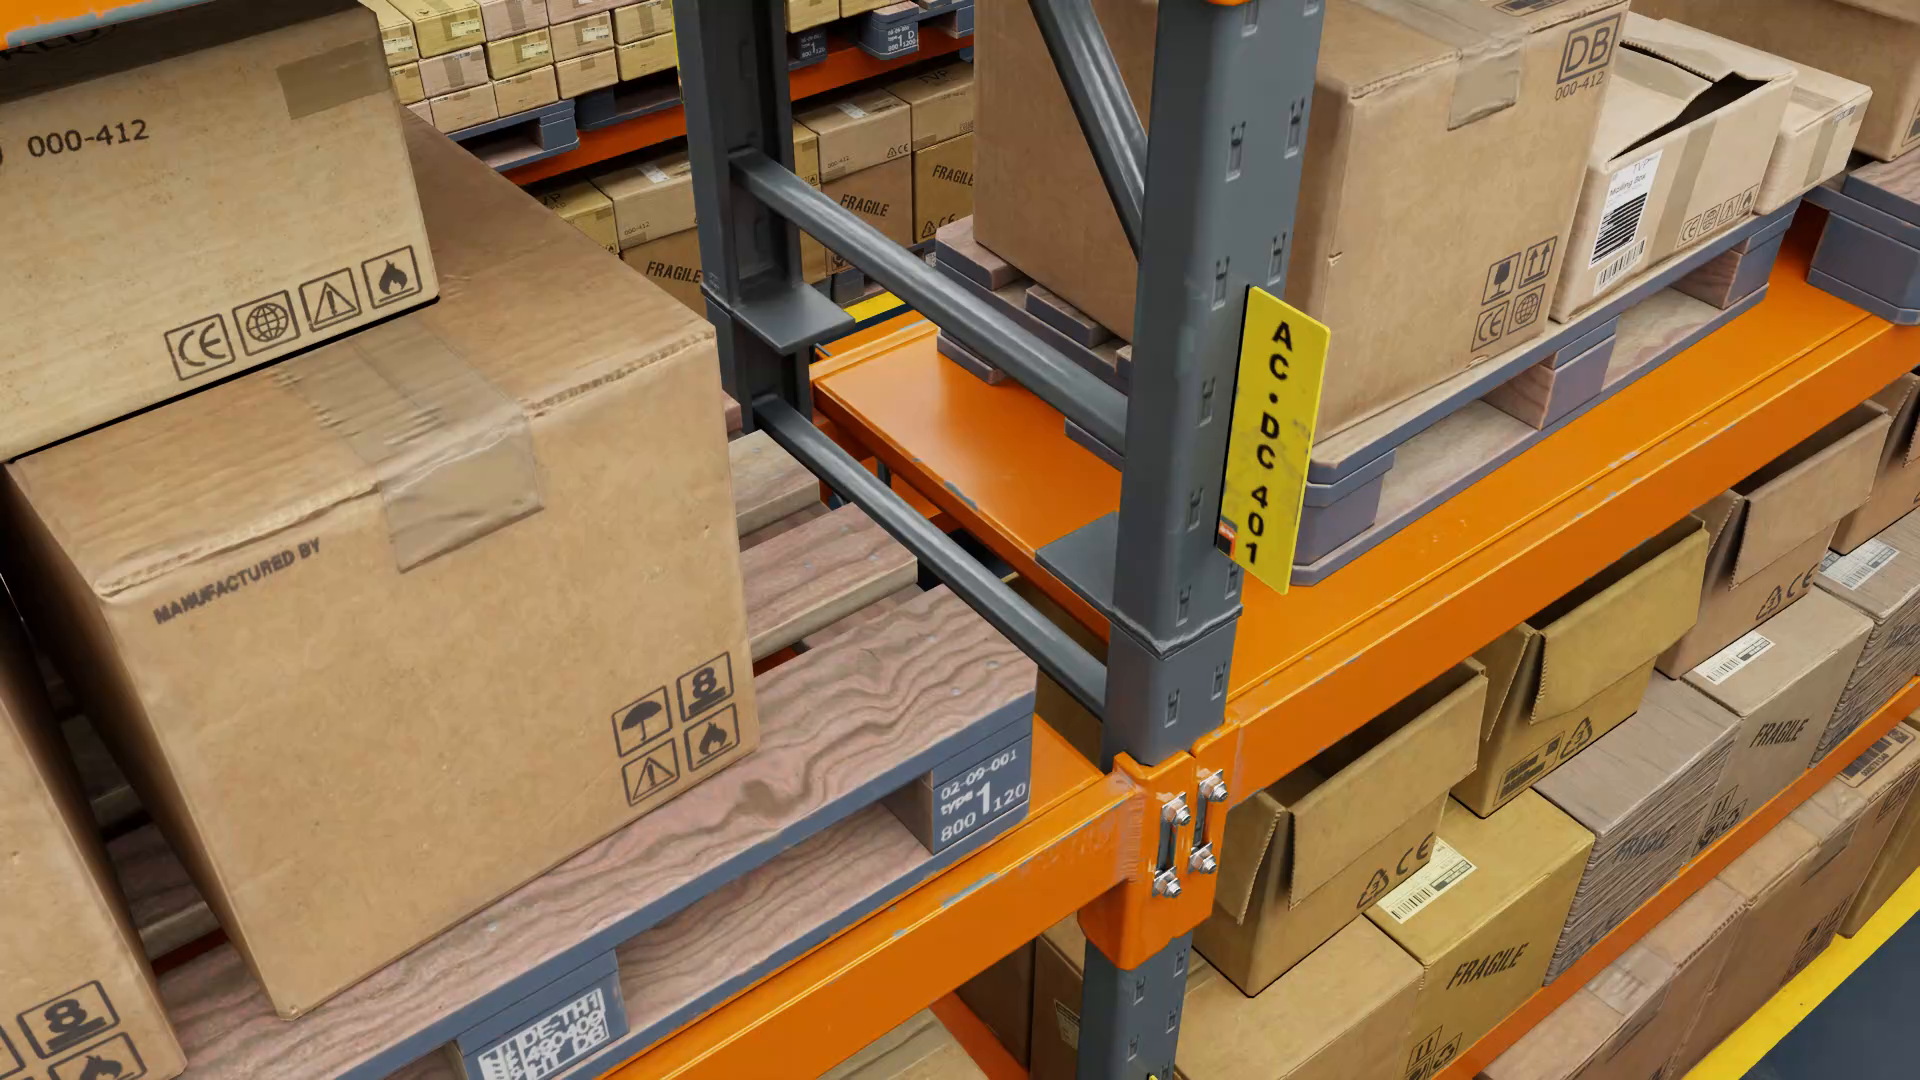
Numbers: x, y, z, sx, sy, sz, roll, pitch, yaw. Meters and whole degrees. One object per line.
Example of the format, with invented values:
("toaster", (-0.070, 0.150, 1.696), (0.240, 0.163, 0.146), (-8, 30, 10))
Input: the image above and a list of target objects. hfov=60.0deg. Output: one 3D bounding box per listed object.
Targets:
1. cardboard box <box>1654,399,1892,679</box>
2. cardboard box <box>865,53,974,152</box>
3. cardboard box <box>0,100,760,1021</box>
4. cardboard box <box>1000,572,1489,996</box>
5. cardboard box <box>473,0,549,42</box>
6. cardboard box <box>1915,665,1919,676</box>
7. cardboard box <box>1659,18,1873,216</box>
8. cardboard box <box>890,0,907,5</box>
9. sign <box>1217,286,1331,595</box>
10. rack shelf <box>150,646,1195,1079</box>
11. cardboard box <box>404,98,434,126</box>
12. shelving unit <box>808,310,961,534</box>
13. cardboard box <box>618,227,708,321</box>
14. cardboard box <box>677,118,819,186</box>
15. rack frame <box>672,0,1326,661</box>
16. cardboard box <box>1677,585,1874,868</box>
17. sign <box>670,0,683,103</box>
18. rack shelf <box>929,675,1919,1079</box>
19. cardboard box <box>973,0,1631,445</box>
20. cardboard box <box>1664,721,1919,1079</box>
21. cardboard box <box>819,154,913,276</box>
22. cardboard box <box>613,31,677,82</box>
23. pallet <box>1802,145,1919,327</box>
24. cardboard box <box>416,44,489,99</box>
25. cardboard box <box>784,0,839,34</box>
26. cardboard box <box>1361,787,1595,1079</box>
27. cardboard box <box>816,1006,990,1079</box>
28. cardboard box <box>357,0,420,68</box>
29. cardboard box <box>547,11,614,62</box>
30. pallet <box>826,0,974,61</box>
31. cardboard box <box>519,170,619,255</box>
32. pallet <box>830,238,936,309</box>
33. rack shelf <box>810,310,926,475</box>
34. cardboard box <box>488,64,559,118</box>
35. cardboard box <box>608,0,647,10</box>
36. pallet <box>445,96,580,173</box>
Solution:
("cardboard box", (1.506, -0.166, 3.717), (0.637, 0.503, 0.797), (-24, 45, -27))
("cardboard box", (-0.183, -2.150, 8.054), (0.500, 0.250, 0.500), (-27, 47, -29))
("cardboard box", (-0.614, -0.047, 1.589), (0.500, 0.500, 0.700), (-29, 47, -30))
("cardboard box", (0.471, 0.342, 3.098), (0.637, 0.503, 0.797), (-27, 47, -29))
("cardboard box", (-1.758, -2.034, 6.262), (0.250, 0.149, 0.380), (-27, 46, -29))
("cardboard box", (2.502, -0.060, 4.379), (0.500, 0.500, 0.500), (-26, 46, -28))
("cardboard box", (1.242, -0.706, 2.747), (0.250, 0.149, 0.380), (-28, 47, -30))
("cardboard box", (-0.313, -2.509, 7.310), (0.250, 0.149, 0.380), (-25, 46, -27))
("sign", (0.309, -0.092, 1.662), (0.005, 0.325, 0.100), (-26, 46, -28))
("rack shelf", (-1.616, 0.911, 1.477), (4.000, 0.370, 1.077), (-26, 46, -28))
("cardboard box", (-2.163, -1.610, 6.215), (0.250, 0.149, 0.380), (-25, 46, -27))
("shelving unit", (-0.005, -0.432, 6.390), (1.048, 1.125, 0.538), (-26, 46, -28))
("cardboard box", (-1.399, -1.277, 7.581), (0.500, 0.500, 0.500), (-25, 46, -27))
("cardboard box", (-0.990, -1.760, 7.579), (0.500, 0.250, 0.500), (-25, 45, -27))
("rack frame", (-0.030, -1.300, 1.240), (0.127, 3.000, 1.000), (-26, 46, -28))
("cardboard box", (1.689, 0.338, 3.894), (0.500, 0.500, 0.500), (-25, 46, -27))
("sign", (-0.368, -0.731, 2.255), (0.005, 0.325, 0.100), (-26, 46, -28))
("rack shelf", (1.556, 0.525, 4.313), (4.000, 0.370, 1.077), (-26, 46, -28))
("cardboard box", (0.424, -0.571, 2.305), (0.500, 0.500, 0.700), (-25, 45, -27))
("cardboard box", (1.870, 0.729, 4.840), (0.875, 0.875, 1.225), (-26, 46, -28))
("cardboard box", (-0.577, -1.671, 8.062), (0.500, 0.500, 0.500), (-24, 45, -26))
("cardboard box", (-1.348, -2.008, 6.699), (0.250, 0.149, 0.380), (-27, 46, -29))
("pallet", (1.778, -0.904, 3.271), (1.213, 0.211, 1.003), (-24, 45, -26))
("cardboard box", (-1.971, -1.816, 6.231), (0.250, 0.149, 0.380), (-25, 45, -27))
("cardboard box", (-0.726, -2.309, 7.067), (0.250, 0.149, 0.380), (-28, 47, -30))
("cardboard box", (0.885, 0.734, 3.412), (0.500, 0.500, 0.500), (-26, 46, -28))
("cardboard box", (-0.232, 0.985, 2.477), (0.500, 0.500, 0.500), (-25, 45, -27))
("cardboard box", (-2.162, -1.841, 6.027), (0.250, 0.149, 0.380), (-25, 45, -27))
("cardboard box", (-1.553, -2.022, 6.483), (0.250, 0.149, 0.380), (-24, 45, -26))
("pallet", (-0.301, -2.657, 7.775), (1.003, 0.211, 1.213), (-26, 46, -28))
("cardboard box", (-1.805, -1.360, 7.091), (0.500, 0.250, 0.500), (-25, 45, -27))
("pallet", (-0.421, -1.681, 8.632), (1.213, 0.211, 1.003), (-26, 46, -28))
("rack shelf", (-0.005, -0.659, 6.204), (1.000, 0.278, 0.538), (-26, 46, -28))
("cardboard box", (-1.763, -1.801, 6.448), (0.250, 0.149, 0.380), (-26, 46, -28))
("cardboard box", (-1.355, -2.230, 6.502), (0.250, 0.149, 0.380), (-24, 45, -27))
("pallet", (-2.278, -1.662, 6.562), (1.213, 0.211, 1.003), (-26, 46, -28))
